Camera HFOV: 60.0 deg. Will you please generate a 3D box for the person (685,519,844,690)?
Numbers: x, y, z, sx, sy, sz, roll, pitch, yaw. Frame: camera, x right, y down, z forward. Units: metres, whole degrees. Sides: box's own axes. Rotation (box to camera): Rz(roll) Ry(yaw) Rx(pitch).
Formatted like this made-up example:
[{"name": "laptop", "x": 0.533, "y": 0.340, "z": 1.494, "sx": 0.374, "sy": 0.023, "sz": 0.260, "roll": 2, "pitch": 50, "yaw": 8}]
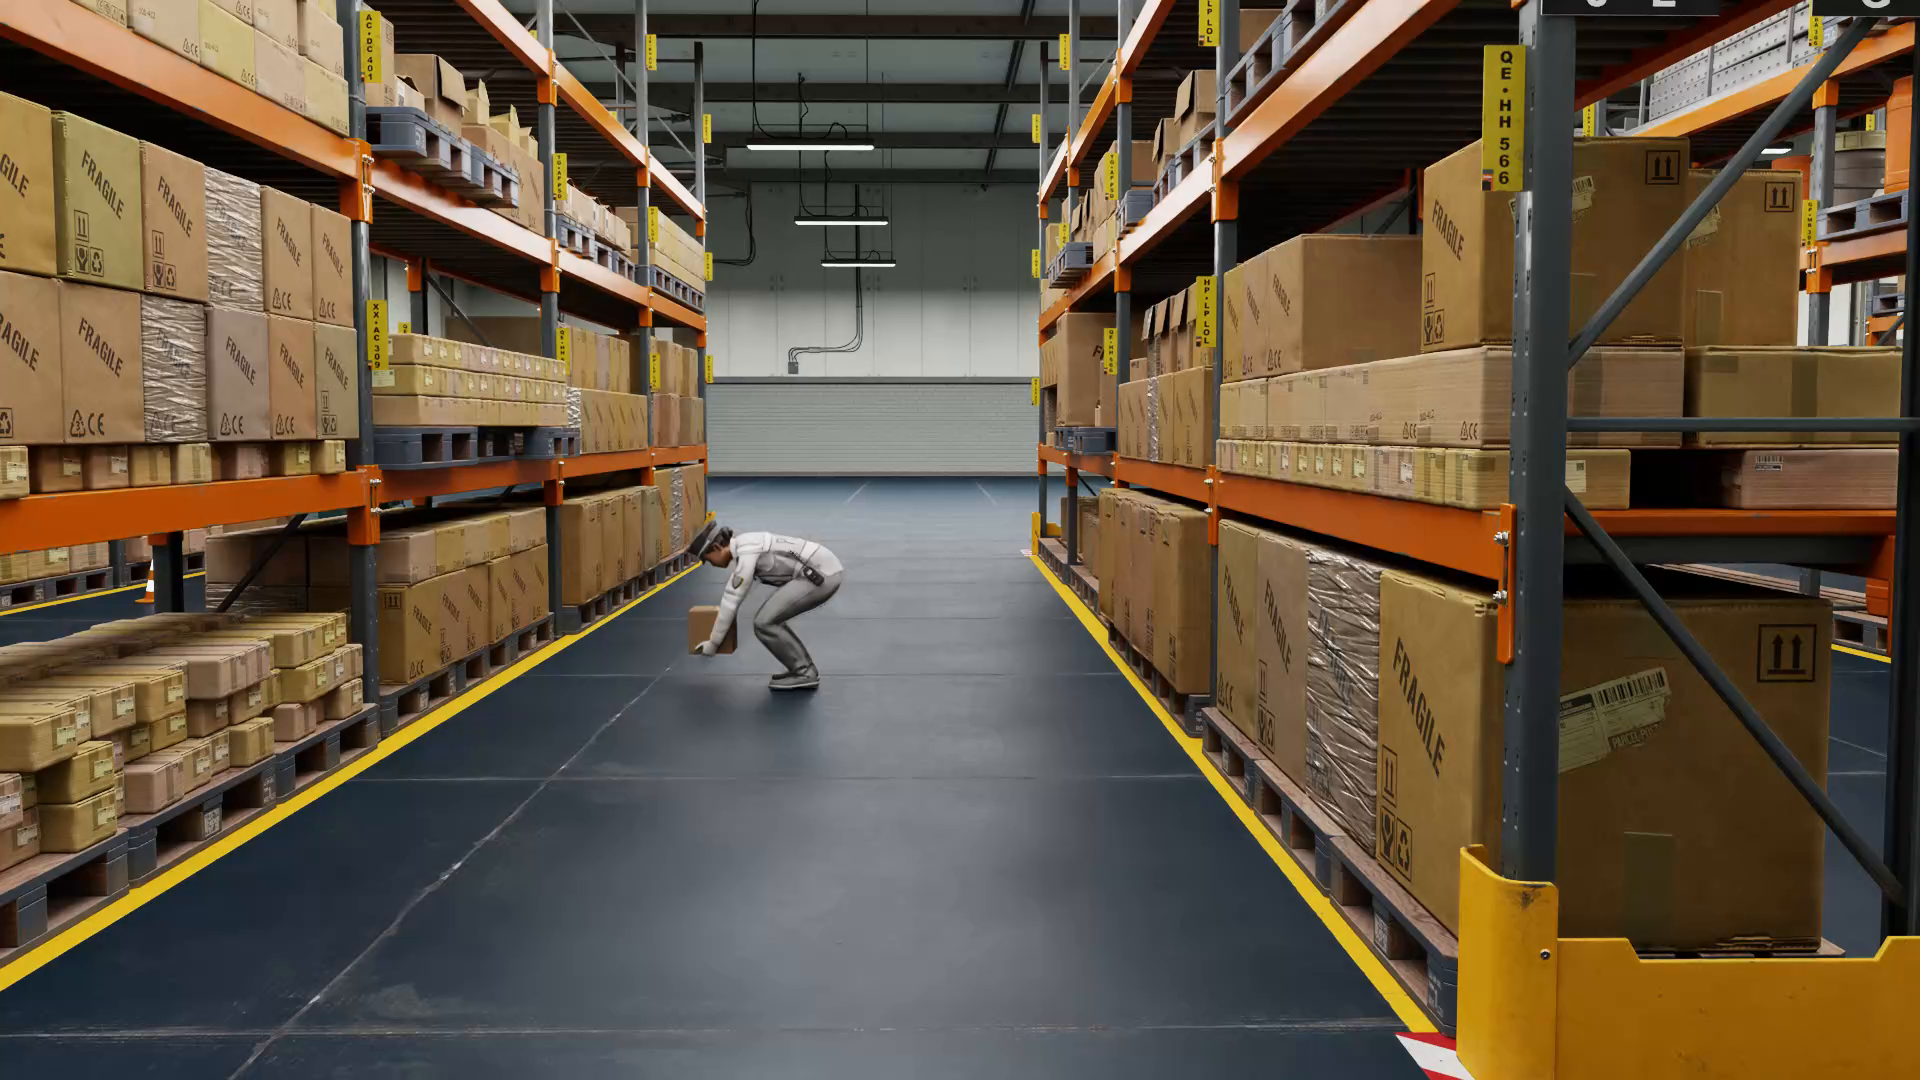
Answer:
[{"name": "person", "x": -1.131, "y": 0.366, "z": 9.653, "sx": 0.911, "sy": 0.983, "sz": 0.468, "roll": 0, "pitch": 4, "yaw": -4}]
